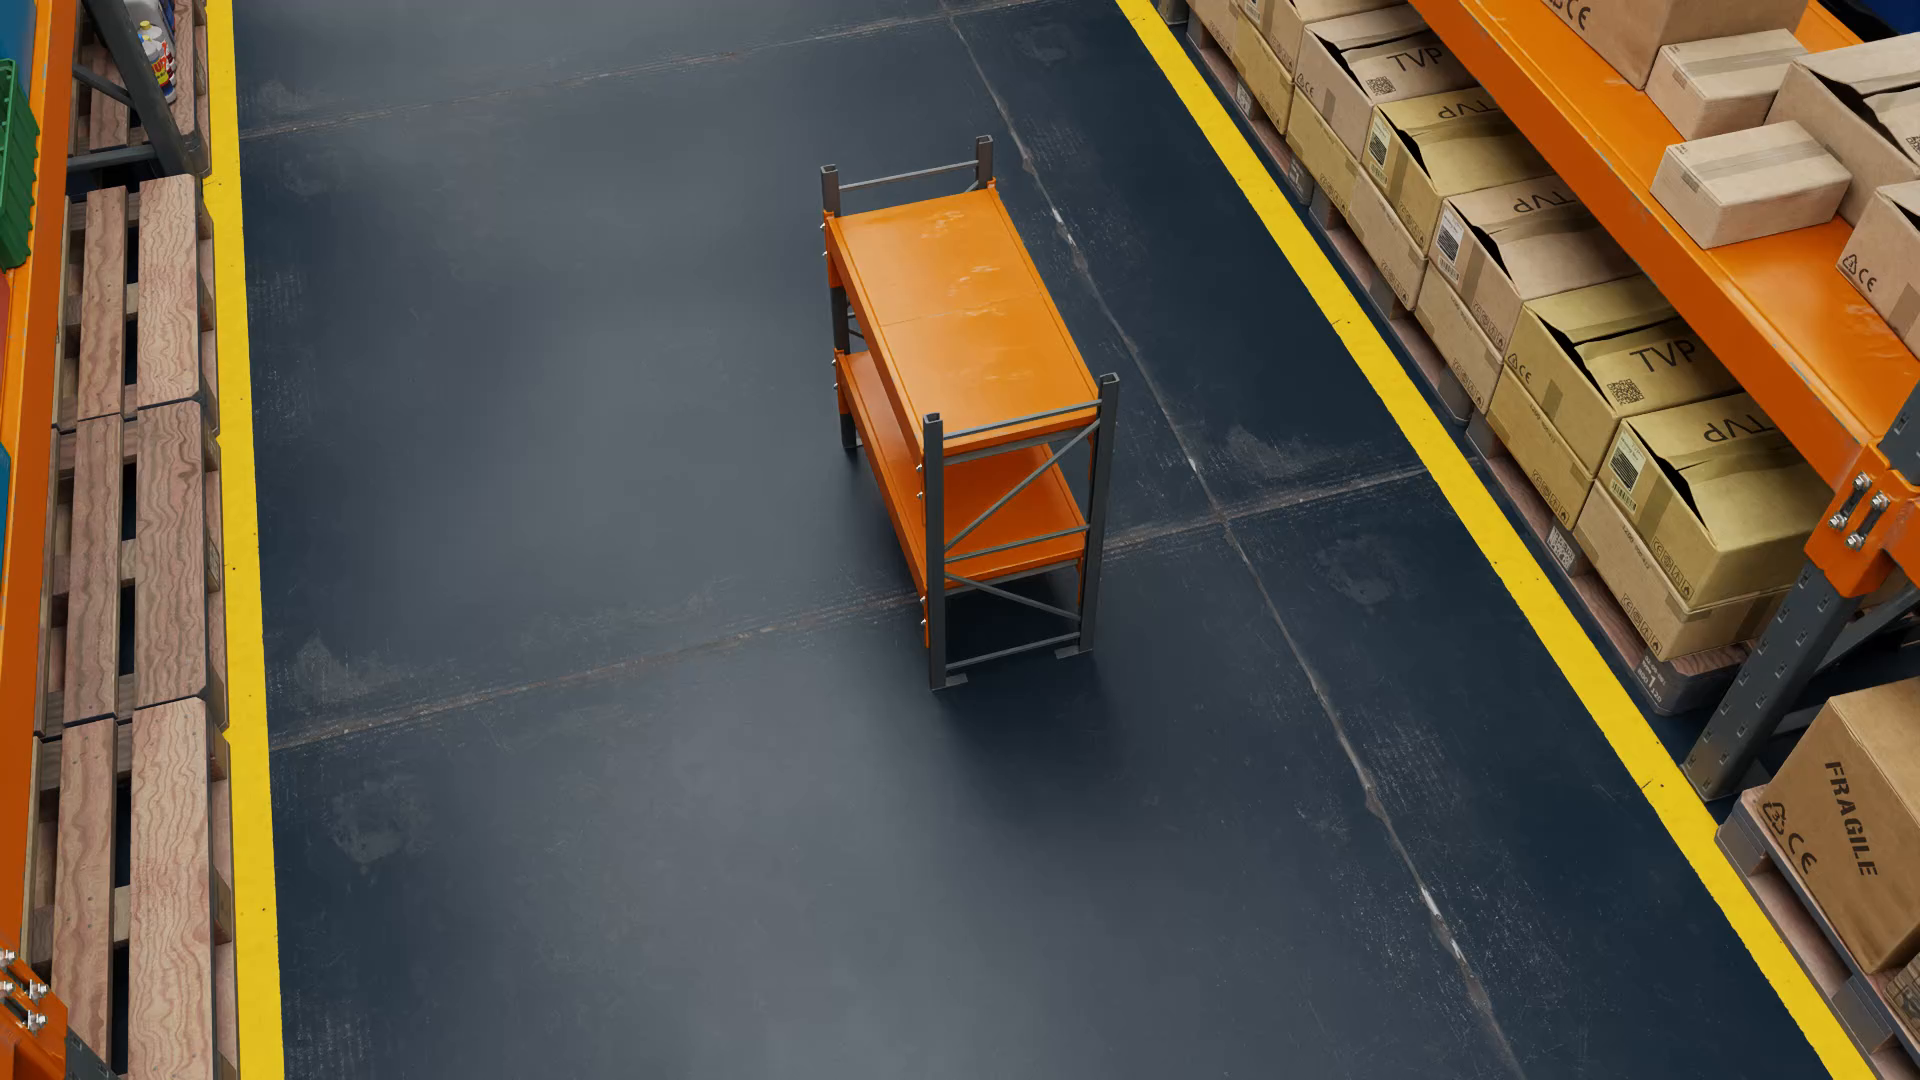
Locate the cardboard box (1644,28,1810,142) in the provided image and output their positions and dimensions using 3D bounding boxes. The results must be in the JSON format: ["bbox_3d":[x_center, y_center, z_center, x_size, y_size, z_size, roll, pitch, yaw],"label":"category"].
[{"bbox_3d":[2.098,-1.227,4.487,0.380,0.149,0.250,-10,51,-8],"label":"cardboard box"}]

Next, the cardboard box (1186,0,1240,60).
[{"bbox_3d":[1.229,-2.209,6.674,0.500,0.250,0.500,-14,51,-12],"label":"cardboard box"}]

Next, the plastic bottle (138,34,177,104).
[{"bbox_3d":[-3.062,-1.788,6.292,0.097,0.271,0.097,0,50,0],"label":"plastic bottle"}]

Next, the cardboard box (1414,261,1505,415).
[{"bbox_3d":[1.839,-0.711,5.411,0.500,0.250,0.500,-12,51,-10],"label":"cardboard box"}]

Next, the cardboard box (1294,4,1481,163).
[{"bbox_3d":[1.528,-1.638,5.826,0.500,0.311,0.500,-15,51,-12],"label":"cardboard box"}]

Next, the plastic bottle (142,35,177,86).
[{"bbox_3d":[-3.092,-1.839,6.381,0.097,0.201,0.097,0,50,0],"label":"plastic bottle"}]

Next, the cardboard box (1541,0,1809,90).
[{"bbox_3d":[2.018,-1.643,4.608,0.500,0.500,0.500,-16,52,-13],"label":"cardboard box"}]

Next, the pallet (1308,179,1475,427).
[{"bbox_3d":[1.966,-0.990,5.946,1.003,0.211,1.213,-13,51,-11],"label":"pallet"}]

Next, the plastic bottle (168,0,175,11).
[{"bbox_3d":[-3.285,-2.303,6.674,0.144,0.351,0.185,-15,52,-13],"label":"plastic bottle"}]

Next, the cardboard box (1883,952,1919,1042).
[{"bbox_3d":[2.551,1.053,3.748,0.500,0.500,0.500,-15,51,-12],"label":"cardboard box"}]

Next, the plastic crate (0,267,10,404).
[{"bbox_3d":[-2.389,-0.542,3.703,0.402,0.464,0.583,-13,51,-11],"label":"plastic crate"}]

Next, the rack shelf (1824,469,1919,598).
[{"bbox_3d":[3.121,1.303,2.660,1.077,0.370,4.000,-13,51,-11],"label":"rack shelf"}]

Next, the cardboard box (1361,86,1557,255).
[{"bbox_3d":[1.687,-1.260,5.507,0.500,0.311,0.500,-12,51,-10],"label":"cardboard box"}]

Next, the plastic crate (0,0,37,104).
[{"bbox_3d":[-2.763,-1.453,4.523,0.392,0.384,0.575,-13,51,-11],"label":"plastic crate"}]

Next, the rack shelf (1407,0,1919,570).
[{"bbox_3d":[1.938,-1.618,5.123,1.077,0.370,4.000,-13,51,-11],"label":"rack shelf"}]

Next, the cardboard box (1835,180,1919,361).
[{"bbox_3d":[2.464,-0.636,3.882,0.500,0.311,0.500,-10,51,-9],"label":"cardboard box"}]

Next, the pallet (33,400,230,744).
[{"bbox_3d":[-2.753,0.163,4.975,1.003,0.211,1.213,-13,51,-11],"label":"pallet"}]

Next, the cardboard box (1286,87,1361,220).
[{"bbox_3d":[1.535,-1.458,6.041,0.500,0.250,0.500,-15,51,-12],"label":"cardboard box"}]

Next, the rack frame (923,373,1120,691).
[{"bbox_3d":[0.152,0.014,4.503,0.500,1.125,0.032,-13,51,-11],"label":"rack frame"}]

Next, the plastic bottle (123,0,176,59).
[{"bbox_3d":[-3.184,-2.019,6.484,0.152,0.276,0.135,-12,51,-10],"label":"plastic bottle"}]

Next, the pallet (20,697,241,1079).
[{"bbox_3d":[-2.396,1.052,4.225,1.003,0.211,1.213,-13,51,-11],"label":"pallet"}]

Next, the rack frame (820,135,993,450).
[{"bbox_3d":[-0.148,-0.729,5.129,0.500,1.125,0.032,-13,51,-11],"label":"rack frame"}]

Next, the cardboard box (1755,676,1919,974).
[{"bbox_3d":[2.391,0.672,4.069,0.500,0.500,0.500,-11,51,-9],"label":"cardboard box"}]

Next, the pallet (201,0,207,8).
[{"bbox_3d":[-3.910,-2.687,7.377,1.003,0.211,1.213,-13,51,-11],"label":"pallet"}]

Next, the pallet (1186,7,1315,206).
[{"bbox_3d":[1.602,-1.883,6.699,1.003,0.211,1.213,-13,51,-11],"label":"pallet"}]

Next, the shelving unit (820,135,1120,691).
[{"bbox_3d":[0.002,-0.358,4.816,0.538,1.125,1.048,-13,51,-11],"label":"shelving unit"}]

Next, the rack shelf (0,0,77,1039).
[{"bbox_3d":[-2.795,-0.501,4.181,1.077,0.370,4.000,-13,51,-11],"label":"rack shelf"}]

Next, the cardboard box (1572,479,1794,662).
[{"bbox_3d":[2.141,0.033,4.784,0.500,0.250,0.500,-12,51,-10],"label":"cardboard box"}]

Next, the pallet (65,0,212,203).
[{"bbox_3d":[-3.545,-1.795,6.625,1.003,0.211,1.213,-13,51,-11],"label":"pallet"}]

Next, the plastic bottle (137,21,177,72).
[{"bbox_3d":[-3.122,-1.914,6.444,0.097,0.201,0.097,0,50,0],"label":"plastic bottle"}]

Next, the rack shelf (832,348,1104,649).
[{"bbox_3d":[0.002,-0.200,5.003,0.538,0.278,1.000,-13,51,-11],"label":"rack shelf"}]

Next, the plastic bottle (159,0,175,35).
[{"bbox_3d":[-3.229,-2.165,6.558,0.144,0.351,0.185,-12,51,-10],"label":"plastic bottle"}]

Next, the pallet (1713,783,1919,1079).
[{"bbox_3d":[2.714,1.064,4.215,1.003,0.211,1.213,-13,51,-11],"label":"pallet"}]

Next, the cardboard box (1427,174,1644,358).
[{"bbox_3d":[1.833,-0.893,5.198,0.500,0.311,0.500,-14,51,-11],"label":"cardboard box"}]

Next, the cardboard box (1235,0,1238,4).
[{"bbox_3d":[1.231,-2.382,6.453,0.500,0.311,0.500,-13,51,-11],"label":"cardboard box"}]

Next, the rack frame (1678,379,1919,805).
[{"bbox_3d":[2.529,-0.389,3.616,1.000,3.000,0.127,-13,51,-11],"label":"rack frame"}]

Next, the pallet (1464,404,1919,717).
[{"bbox_3d":[2.323,-0.100,5.197,1.003,0.211,1.213,-13,51,-11],"label":"pallet"}]

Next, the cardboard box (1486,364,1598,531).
[{"bbox_3d":[1.985,-0.343,5.101,0.500,0.250,0.500,-14,51,-11],"label":"cardboard box"}]

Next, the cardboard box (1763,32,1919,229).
[{"bbox_3d":[2.450,-1.057,4.238,0.500,0.311,0.500,-14,51,-11],"label":"cardboard box"}]

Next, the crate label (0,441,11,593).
[{"bbox_3d":[-2.239,-0.070,3.324,0.502,0.435,0.616,-13,51,-11],"label":"crate label"}]

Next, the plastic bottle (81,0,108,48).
[{"bbox_3d":[-3.366,-2.132,6.530,0.144,0.351,0.185,-13,51,-11],"label":"plastic bottle"}]

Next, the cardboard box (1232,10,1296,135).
[{"bbox_3d":[1.379,-1.835,6.359,0.500,0.250,0.500,-12,51,-10],"label":"cardboard box"}]

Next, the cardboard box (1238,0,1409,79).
[{"bbox_3d":[1.374,-2.015,6.144,0.500,0.311,0.500,-14,51,-11],"label":"cardboard box"}]

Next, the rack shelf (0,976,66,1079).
[{"bbox_3d":[-1.612,2.421,1.718,1.077,0.370,4.000,-13,51,-11],"label":"rack shelf"}]

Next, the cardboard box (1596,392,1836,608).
[{"bbox_3d":[2.139,-0.146,4.568,0.500,0.311,0.500,-12,51,-10],"label":"cardboard box"}]

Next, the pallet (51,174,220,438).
[{"bbox_3d":[-3.117,-0.730,5.727,1.003,0.211,1.213,-13,51,-11],"label":"pallet"}]

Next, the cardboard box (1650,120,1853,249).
[{"bbox_3d":[1.999,-0.903,4.213,0.380,0.149,0.250,-13,51,-11],"label":"cardboard box"}]

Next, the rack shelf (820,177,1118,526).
[{"bbox_3d":[0.002,-0.546,4.592,0.538,0.278,1.000,-13,51,-11],"label":"rack shelf"}]

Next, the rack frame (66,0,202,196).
[{"bbox_3d":[-3.386,-2.193,5.137,1.000,3.000,0.127,-13,51,-11],"label":"rack frame"}]

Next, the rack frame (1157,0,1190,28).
[{"bbox_3d":[1.347,-3.311,6.079,1.000,3.000,0.127,-13,51,-11],"label":"rack frame"}]

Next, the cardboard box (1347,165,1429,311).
[{"bbox_3d":[1.684,-1.086,5.727,0.500,0.250,0.500,-12,51,-10],"label":"cardboard box"}]

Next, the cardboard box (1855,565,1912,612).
[{"bbox_3d":[2.655,-0.087,4.885,0.500,0.250,0.500,-13,51,-11],"label":"cardboard box"}]

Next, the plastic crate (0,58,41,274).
[{"bbox_3d":[-2.602,-0.917,4.200,0.450,0.188,0.662,-13,51,-11],"label":"plastic crate"}]

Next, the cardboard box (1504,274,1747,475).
[{"bbox_3d":[1.979,-0.524,4.887,0.500,0.311,0.500,-14,51,-12],"label":"cardboard box"}]
